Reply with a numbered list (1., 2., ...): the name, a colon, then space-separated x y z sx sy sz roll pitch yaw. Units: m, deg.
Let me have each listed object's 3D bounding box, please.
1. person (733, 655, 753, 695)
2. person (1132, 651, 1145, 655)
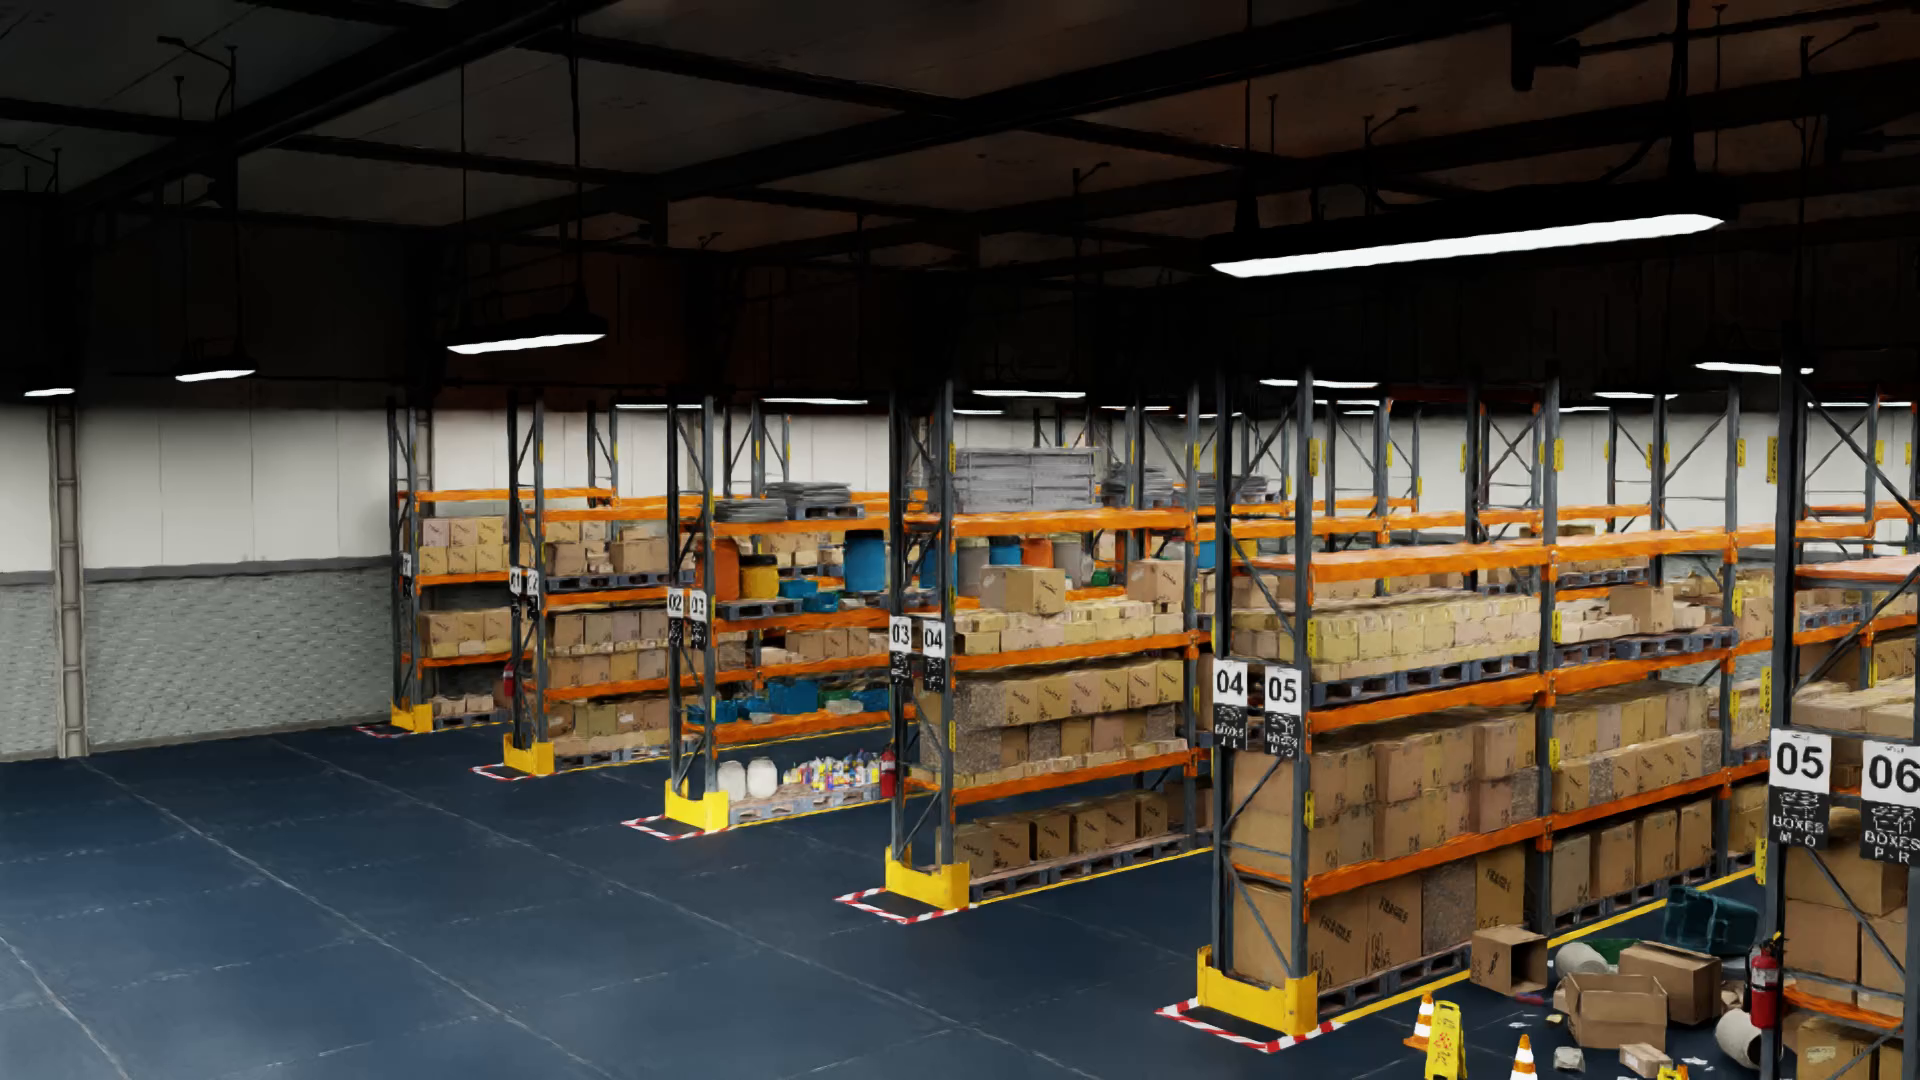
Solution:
1. person: -4.094 2.561 30.697 1.091 1.590 0.445 -3 5 -42
2. person: 3.453 2.378 33.158 1.109 1.669 0.542 -3 4 -38
